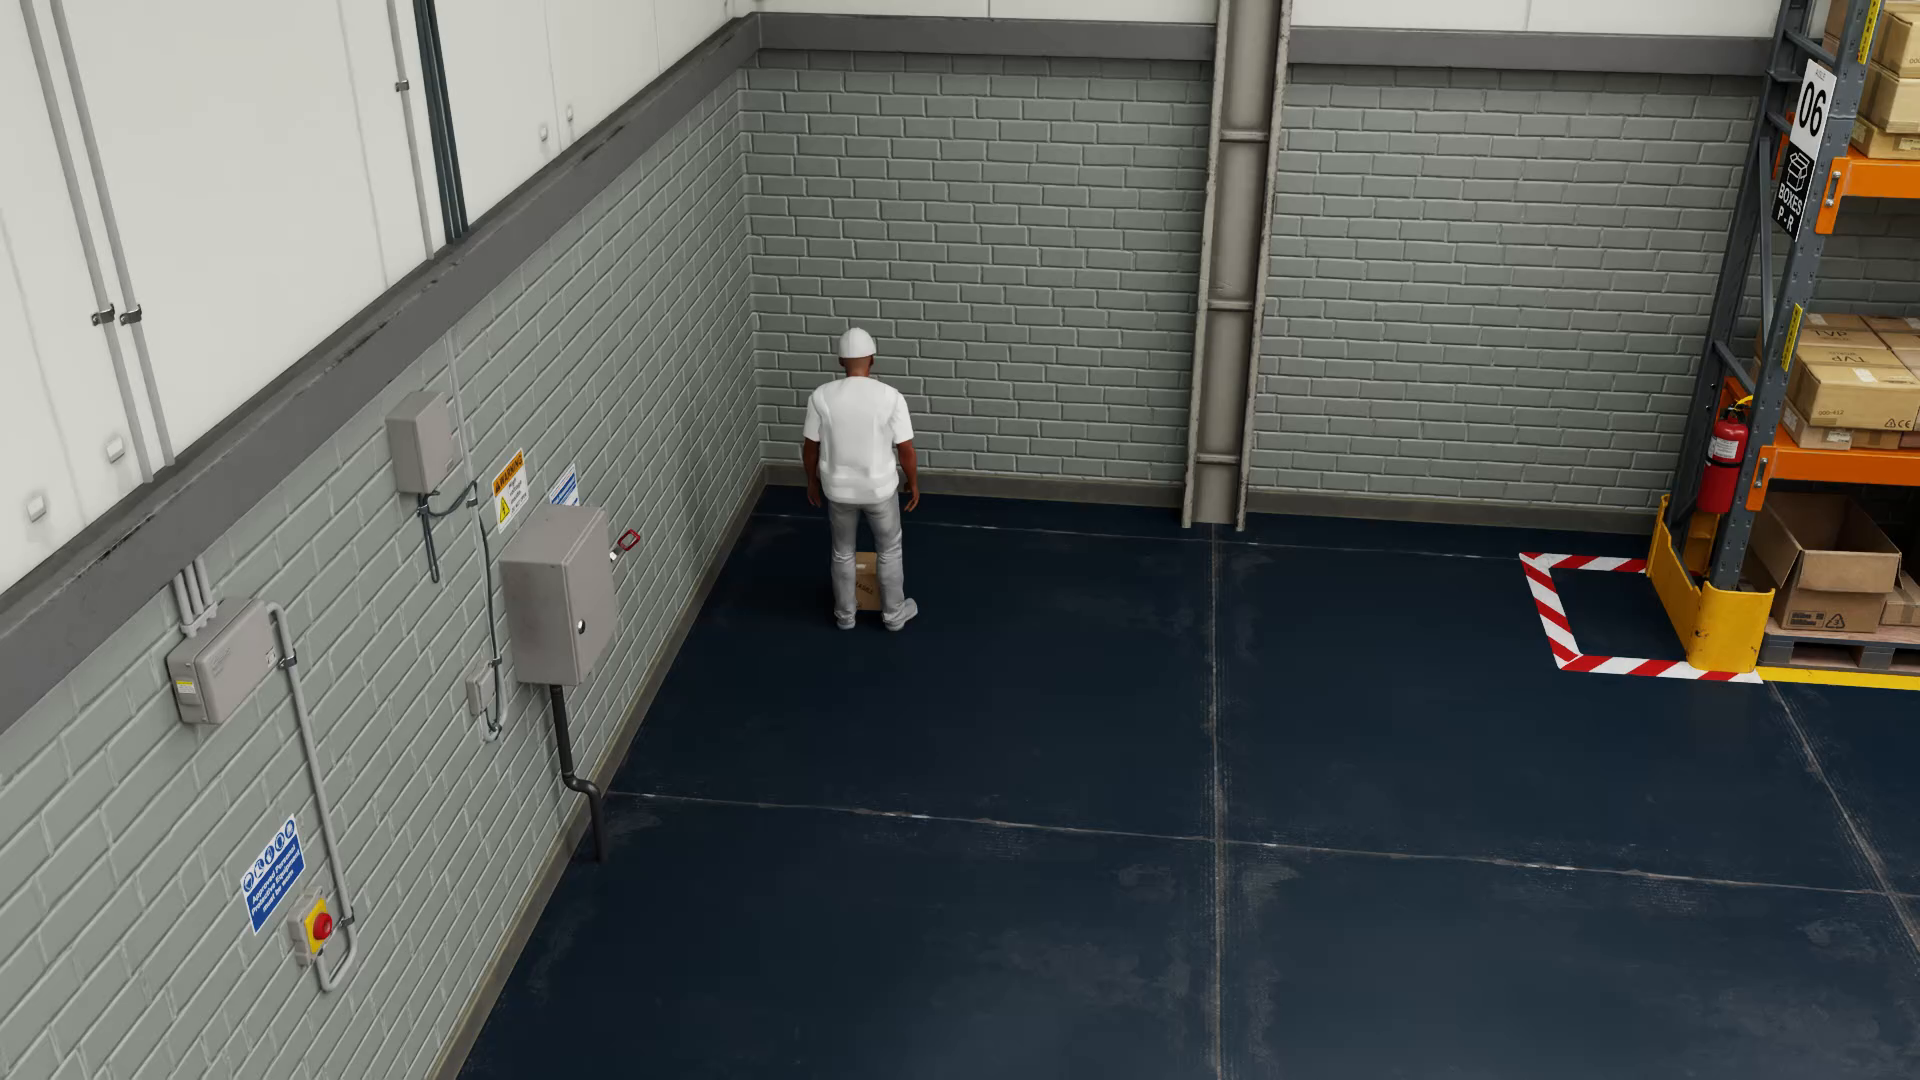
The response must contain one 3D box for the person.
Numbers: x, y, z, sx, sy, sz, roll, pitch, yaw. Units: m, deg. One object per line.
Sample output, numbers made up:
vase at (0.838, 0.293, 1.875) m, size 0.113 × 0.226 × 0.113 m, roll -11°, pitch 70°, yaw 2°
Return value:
person at (-0.540, -0.317, 9.194) m, size 0.632 × 1.760 × 0.463 m, roll 3°, pitch 28°, yaw 6°
